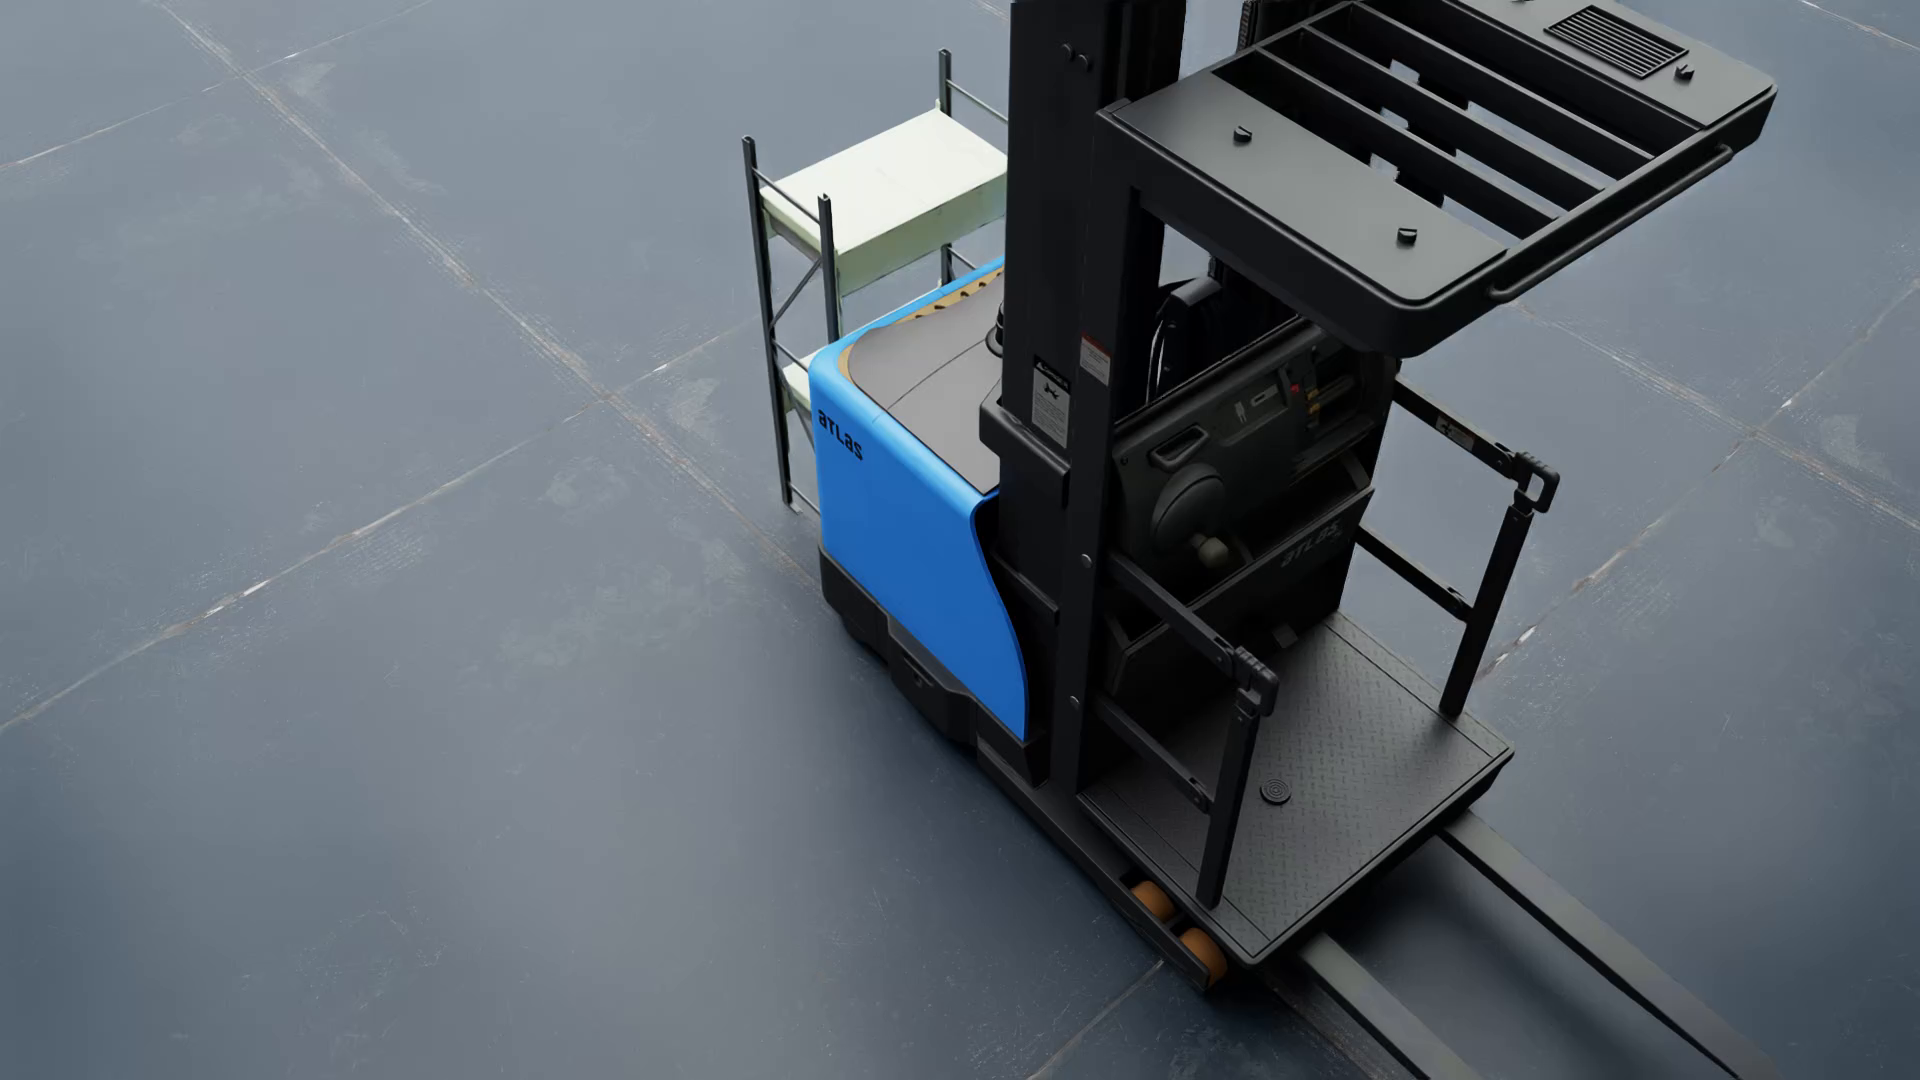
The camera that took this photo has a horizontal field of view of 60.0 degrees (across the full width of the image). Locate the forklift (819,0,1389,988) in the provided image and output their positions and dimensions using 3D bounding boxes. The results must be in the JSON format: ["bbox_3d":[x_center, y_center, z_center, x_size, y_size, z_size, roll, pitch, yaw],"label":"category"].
[{"bbox_3d":[-9.950,-3.488,7.018,12.119,2.867,21.555,-31,54,-25],"label":"forklift"}]

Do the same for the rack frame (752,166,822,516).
[{"bbox_3d":[-0.492,-0.542,5.230,0.010,1.308,0.380,-32,55,-26],"label":"rack frame"}]

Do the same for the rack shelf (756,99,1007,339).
[{"bbox_3d":[-0.210,-0.978,5.101,0.720,0.370,0.431,-32,55,-26],"label":"rack shelf"}]

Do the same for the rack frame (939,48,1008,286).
[{"bbox_3d":[0.071,-0.886,5.547,0.023,1.500,0.400,-32,55,-26],"label":"rack frame"}]

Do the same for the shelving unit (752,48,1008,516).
[{"bbox_3d":[-0.208,-0.715,5.389,0.748,1.500,0.431,-32,55,-26],"label":"shelving unit"}]

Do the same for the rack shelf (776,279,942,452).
[{"bbox_3d":[-0.210,-0.492,5.627,0.720,0.370,0.431,-32,55,-26],"label":"rack shelf"}]
